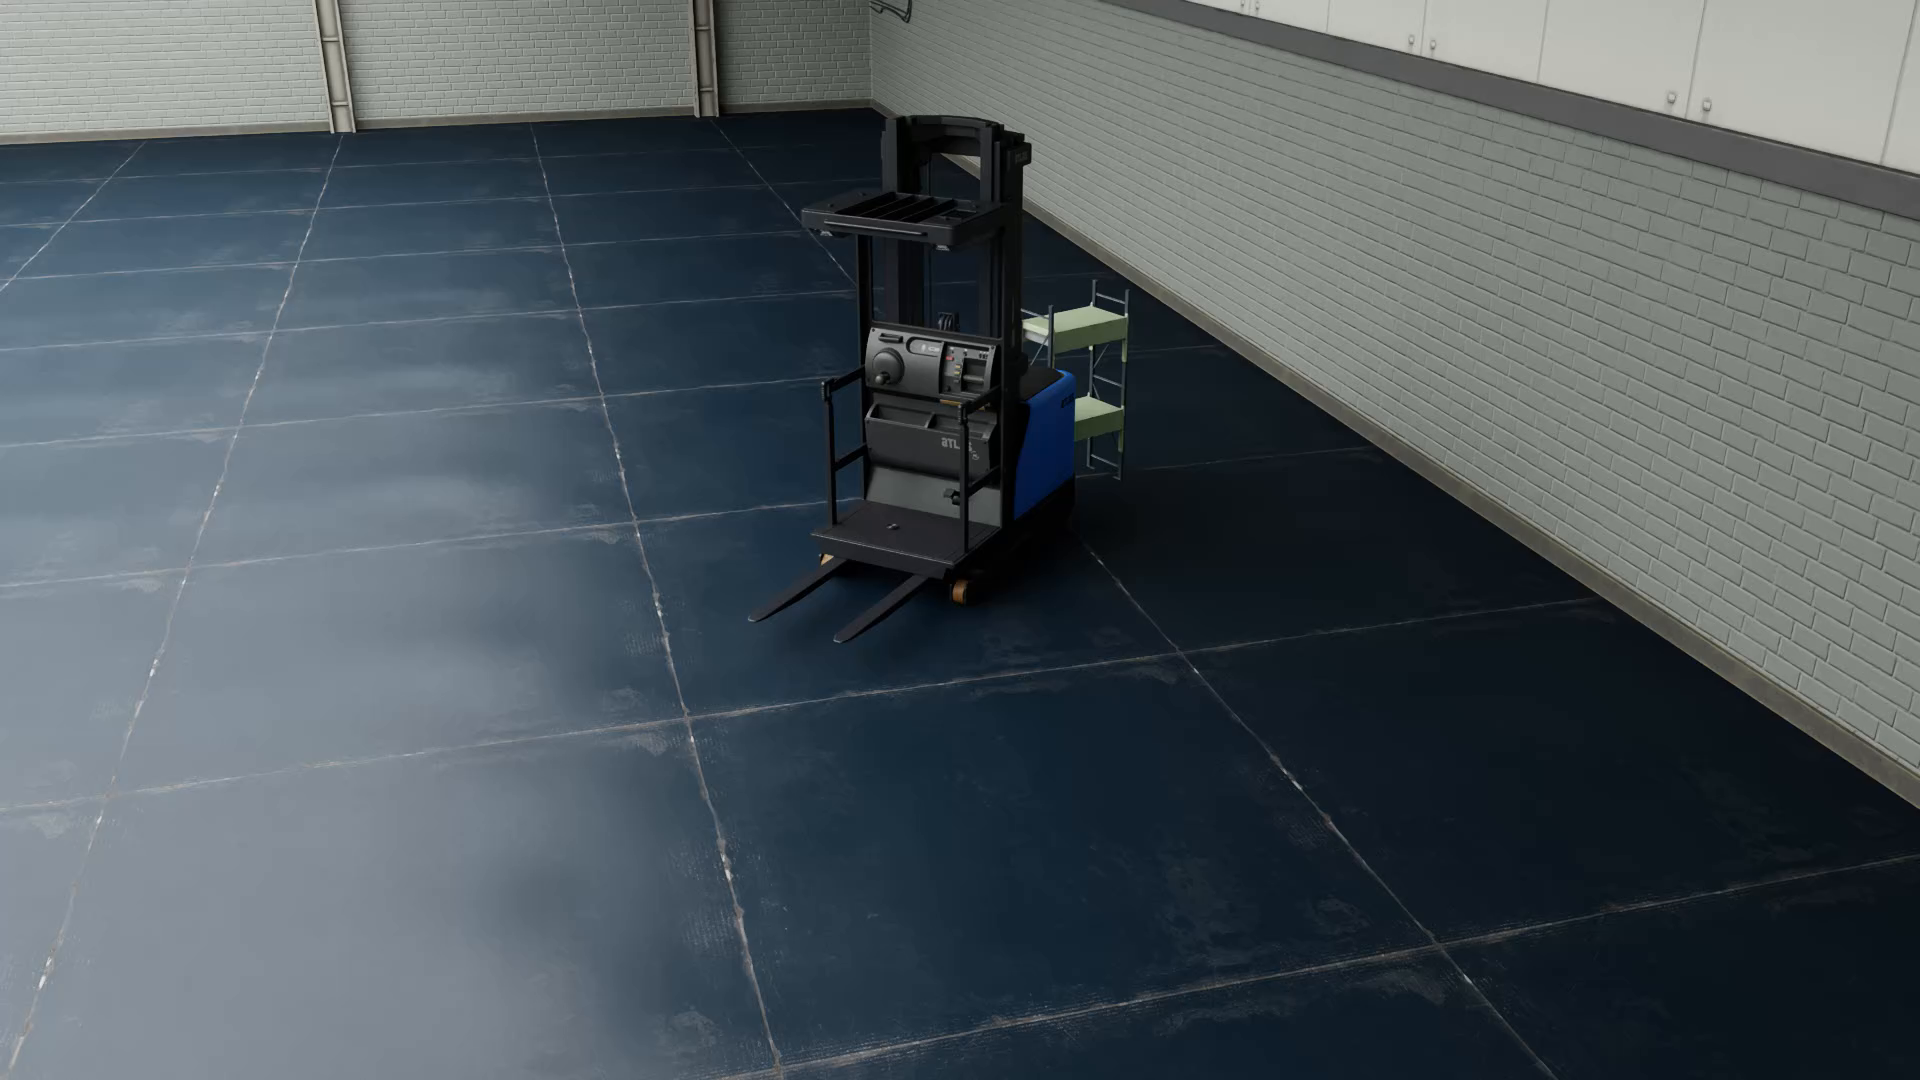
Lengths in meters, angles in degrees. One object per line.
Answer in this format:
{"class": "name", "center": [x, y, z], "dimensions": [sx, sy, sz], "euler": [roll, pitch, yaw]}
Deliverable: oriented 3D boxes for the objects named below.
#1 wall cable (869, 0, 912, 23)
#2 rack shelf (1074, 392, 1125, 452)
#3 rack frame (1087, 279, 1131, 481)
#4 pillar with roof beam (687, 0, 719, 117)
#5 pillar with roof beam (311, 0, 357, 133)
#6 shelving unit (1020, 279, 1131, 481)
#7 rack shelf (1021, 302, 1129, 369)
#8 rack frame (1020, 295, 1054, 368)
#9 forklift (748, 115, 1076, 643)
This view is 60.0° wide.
{"class": "wall cable", "center": [-1.223, -9.926, 27.409], "dimensions": [0.112, 2.526, 3.097], "euler": [-6, 24, -14]}
{"class": "rack shelf", "center": [0.835, -0.823, 12.593], "dimensions": [0.720, 0.370, 0.431], "euler": [-16, 28, -33]}
{"class": "rack frame", "center": [1.128, -1.209, 12.667], "dimensions": [0.023, 1.500, 0.400], "euler": [-16, 28, -33]}
{"class": "pillar with roof beam", "center": [-3.254, -9.907, 23.426], "dimensions": [0.400, 9.000, 9.100], "euler": [-6, 24, -14]}
{"class": "pillar with roof beam", "center": [-9.031, -9.268, 21.937], "dimensions": [0.400, 9.000, 9.100], "euler": [-6, 24, -14]}
{"class": "shelving unit", "center": [0.835, -1.123, 12.465], "dimensions": [0.755, 1.500, 0.431], "euler": [-16, 28, -33]}
{"class": "rack shelf", "center": [0.835, -1.481, 12.311], "dimensions": [0.720, 0.370, 0.431], "euler": [-16, 28, -33]}
{"class": "rack frame", "center": [0.542, -1.036, 12.263], "dimensions": [0.023, 1.500, 0.400], "euler": [-16, 28, -33]}
{"class": "forklift", "center": [-0.290, -1.128, 10.661], "dimensions": [1.130, 2.935, 3.031], "euler": [12, 26, 25]}
